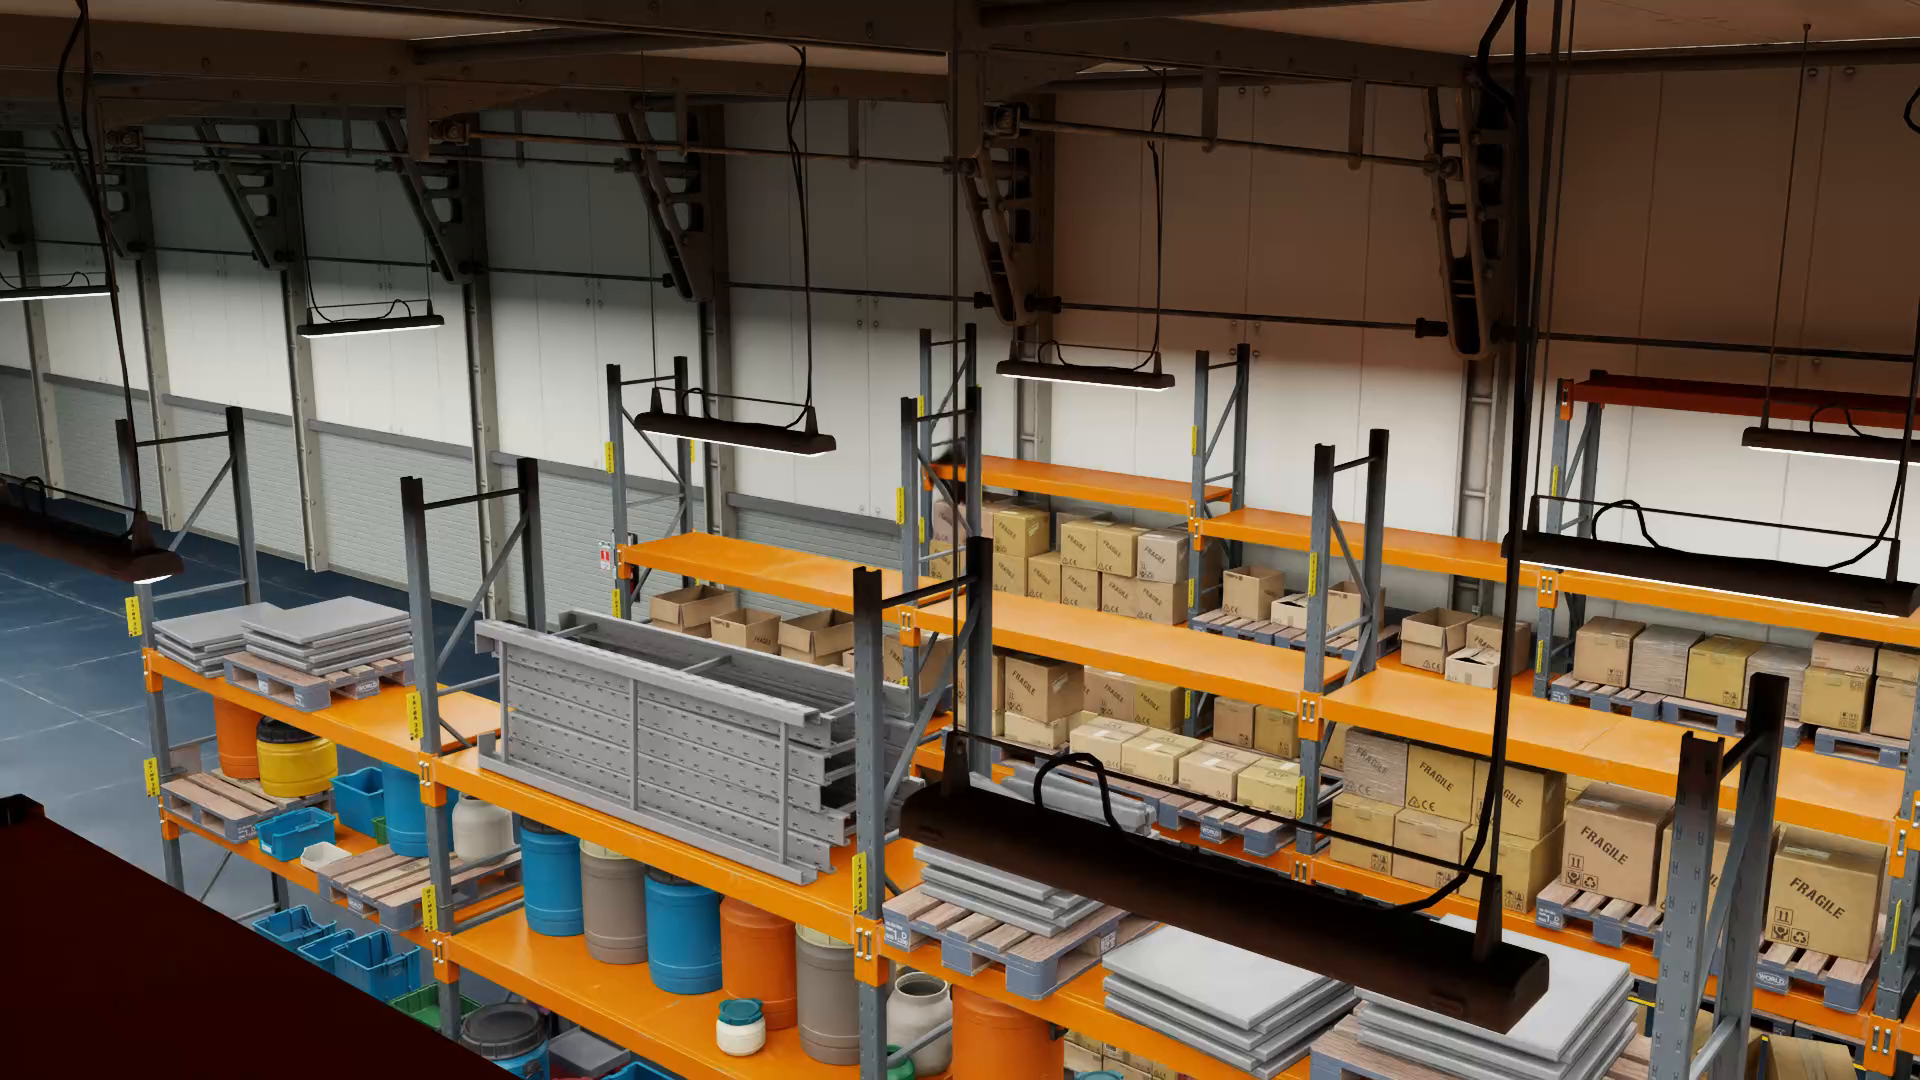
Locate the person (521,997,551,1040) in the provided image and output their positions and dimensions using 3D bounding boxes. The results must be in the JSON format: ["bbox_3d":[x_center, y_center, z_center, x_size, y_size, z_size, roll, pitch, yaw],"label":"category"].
[{"bbox_3d":[-3.580,4.105,14.525,0.771,1.589,0.555,10,16,38],"label":"person"}]
